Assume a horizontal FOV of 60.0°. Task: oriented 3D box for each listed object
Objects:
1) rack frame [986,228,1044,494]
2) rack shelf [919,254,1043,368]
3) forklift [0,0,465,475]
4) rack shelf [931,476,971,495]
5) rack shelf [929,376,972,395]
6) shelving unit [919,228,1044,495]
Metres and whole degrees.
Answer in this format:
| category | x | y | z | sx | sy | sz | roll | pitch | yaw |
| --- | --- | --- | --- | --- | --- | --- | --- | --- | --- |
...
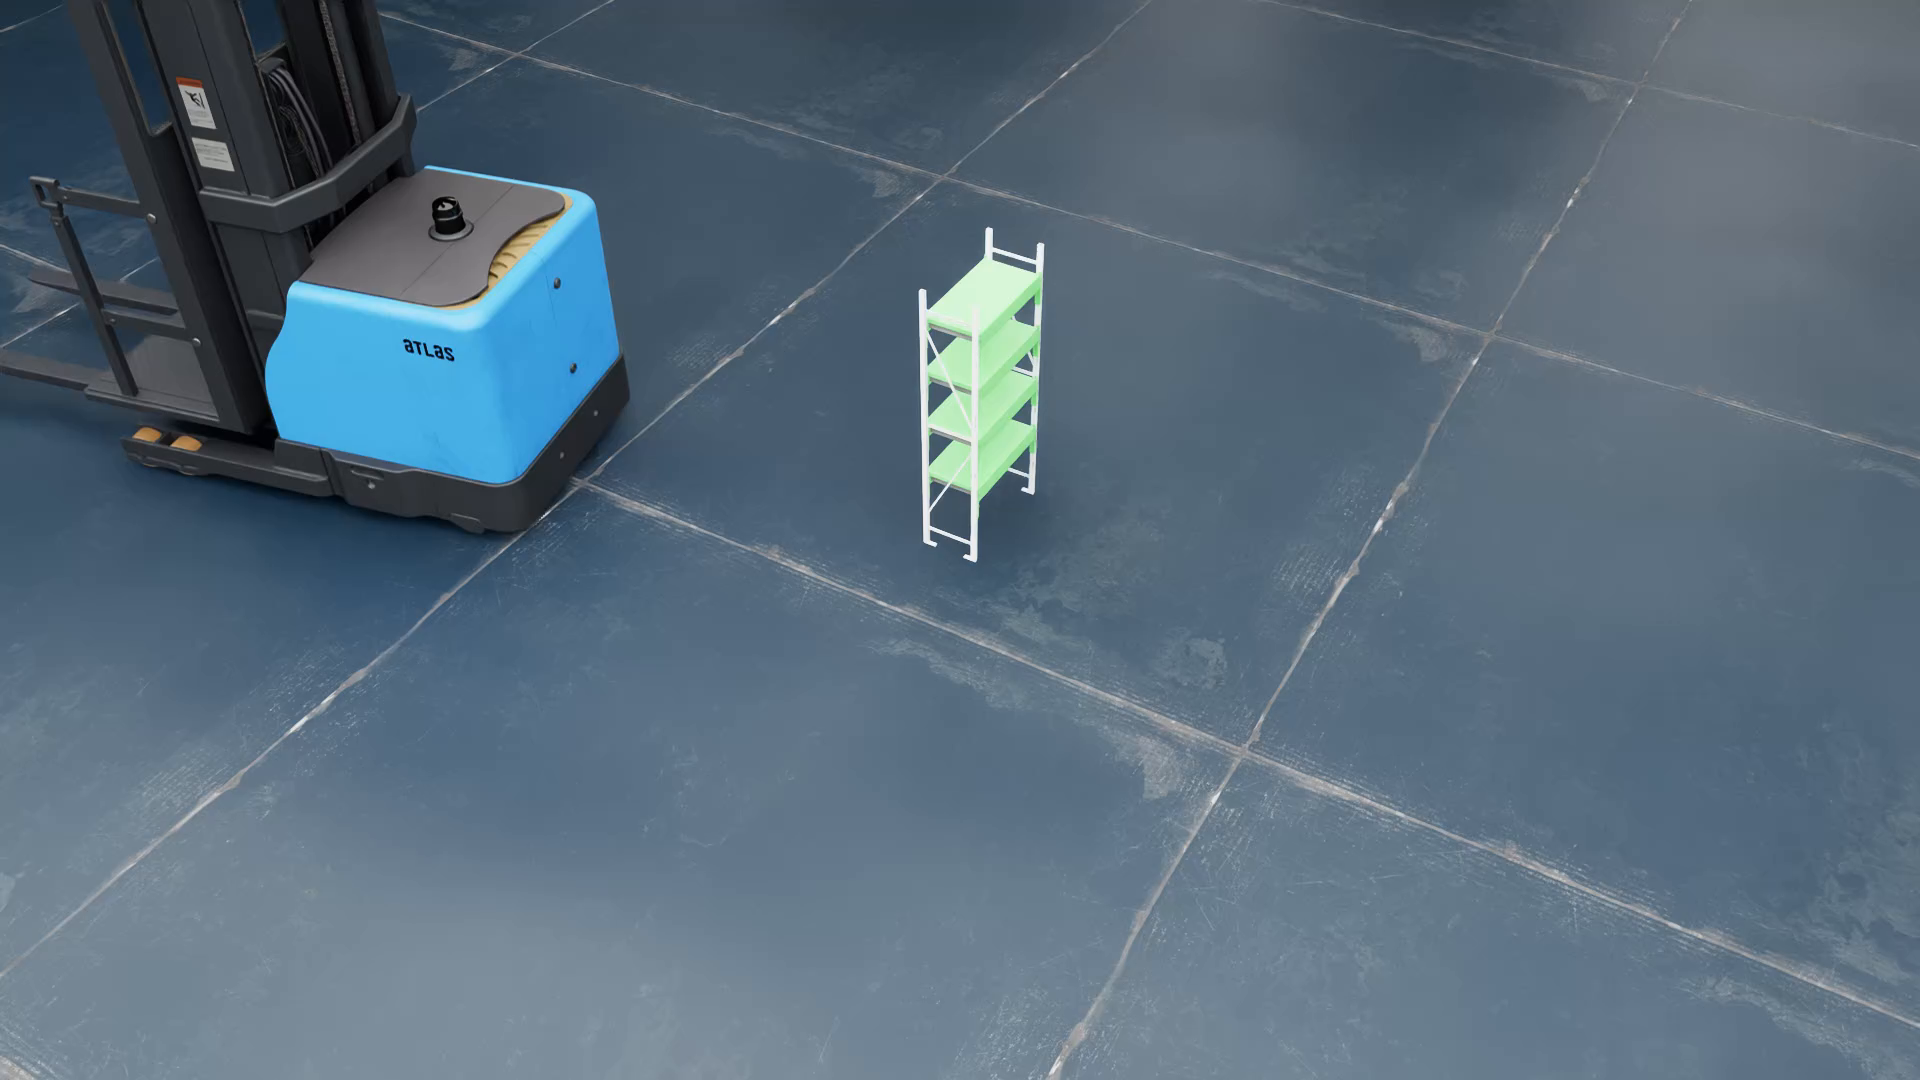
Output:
| category | x | y | z | sx | sy | sz | roll | pitch | yaw |
| --- | --- | --- | --- | --- | --- | --- | --- | --- | --- |
| rack frame | 0.205 | -0.685 | 6.620 | 0.240 | 1.200 | 0.015 | 21 | 45 | 22 |
| rack shelf | 0.083 | -0.857 | 6.186 | 0.258 | 0.148 | 0.480 | 21 | 45 | 22 |
| forklift | -3.033 | -1.696 | 6.458 | 3.031 | 2.935 | 1.121 | 12 | 43 | 13 |
| rack shelf | 0.083 | -0.338 | 6.643 | 0.199 | 0.029 | 0.442 | 21 | 45 | 22 |
| rack shelf | 0.083 | -0.699 | 6.326 | 0.199 | 0.029 | 0.442 | 21 | 45 | 22 |
| shelving unit | 0.086 | -0.548 | 6.465 | 0.258 | 1.200 | 0.492 | 21 | 45 | 22 |
